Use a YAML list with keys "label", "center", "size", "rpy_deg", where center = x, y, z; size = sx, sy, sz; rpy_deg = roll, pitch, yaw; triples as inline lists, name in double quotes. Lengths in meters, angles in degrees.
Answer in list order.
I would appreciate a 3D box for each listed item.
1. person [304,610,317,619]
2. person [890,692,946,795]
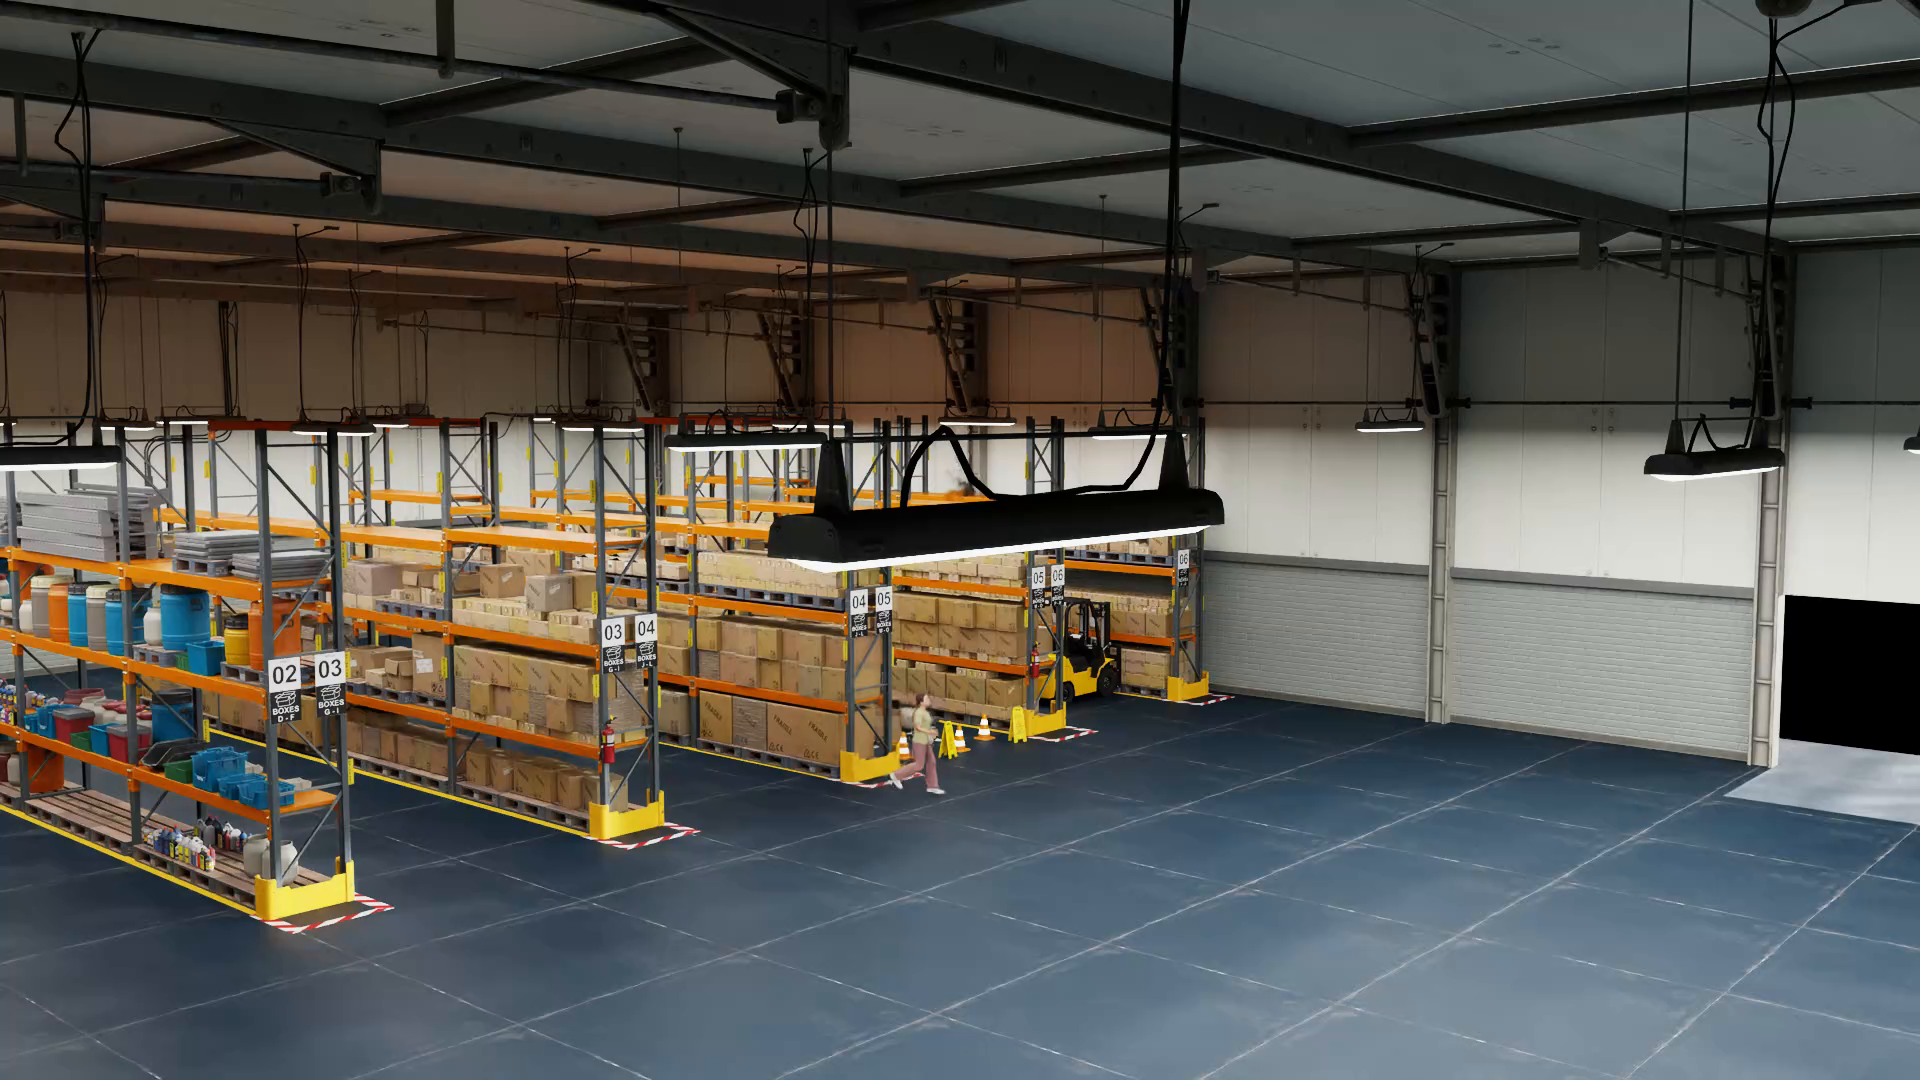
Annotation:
- label: "person"
  center: [-14.847, 2.355, 37.730]
  size: [0.700, 1.715, 0.856]
  rpy_deg: [1, 5, 8]
- label: "person"
  center: [-0.678, 3.282, 26.844]
  size: [0.895, 1.668, 0.587]
  rpy_deg: [0, 5, 4]
